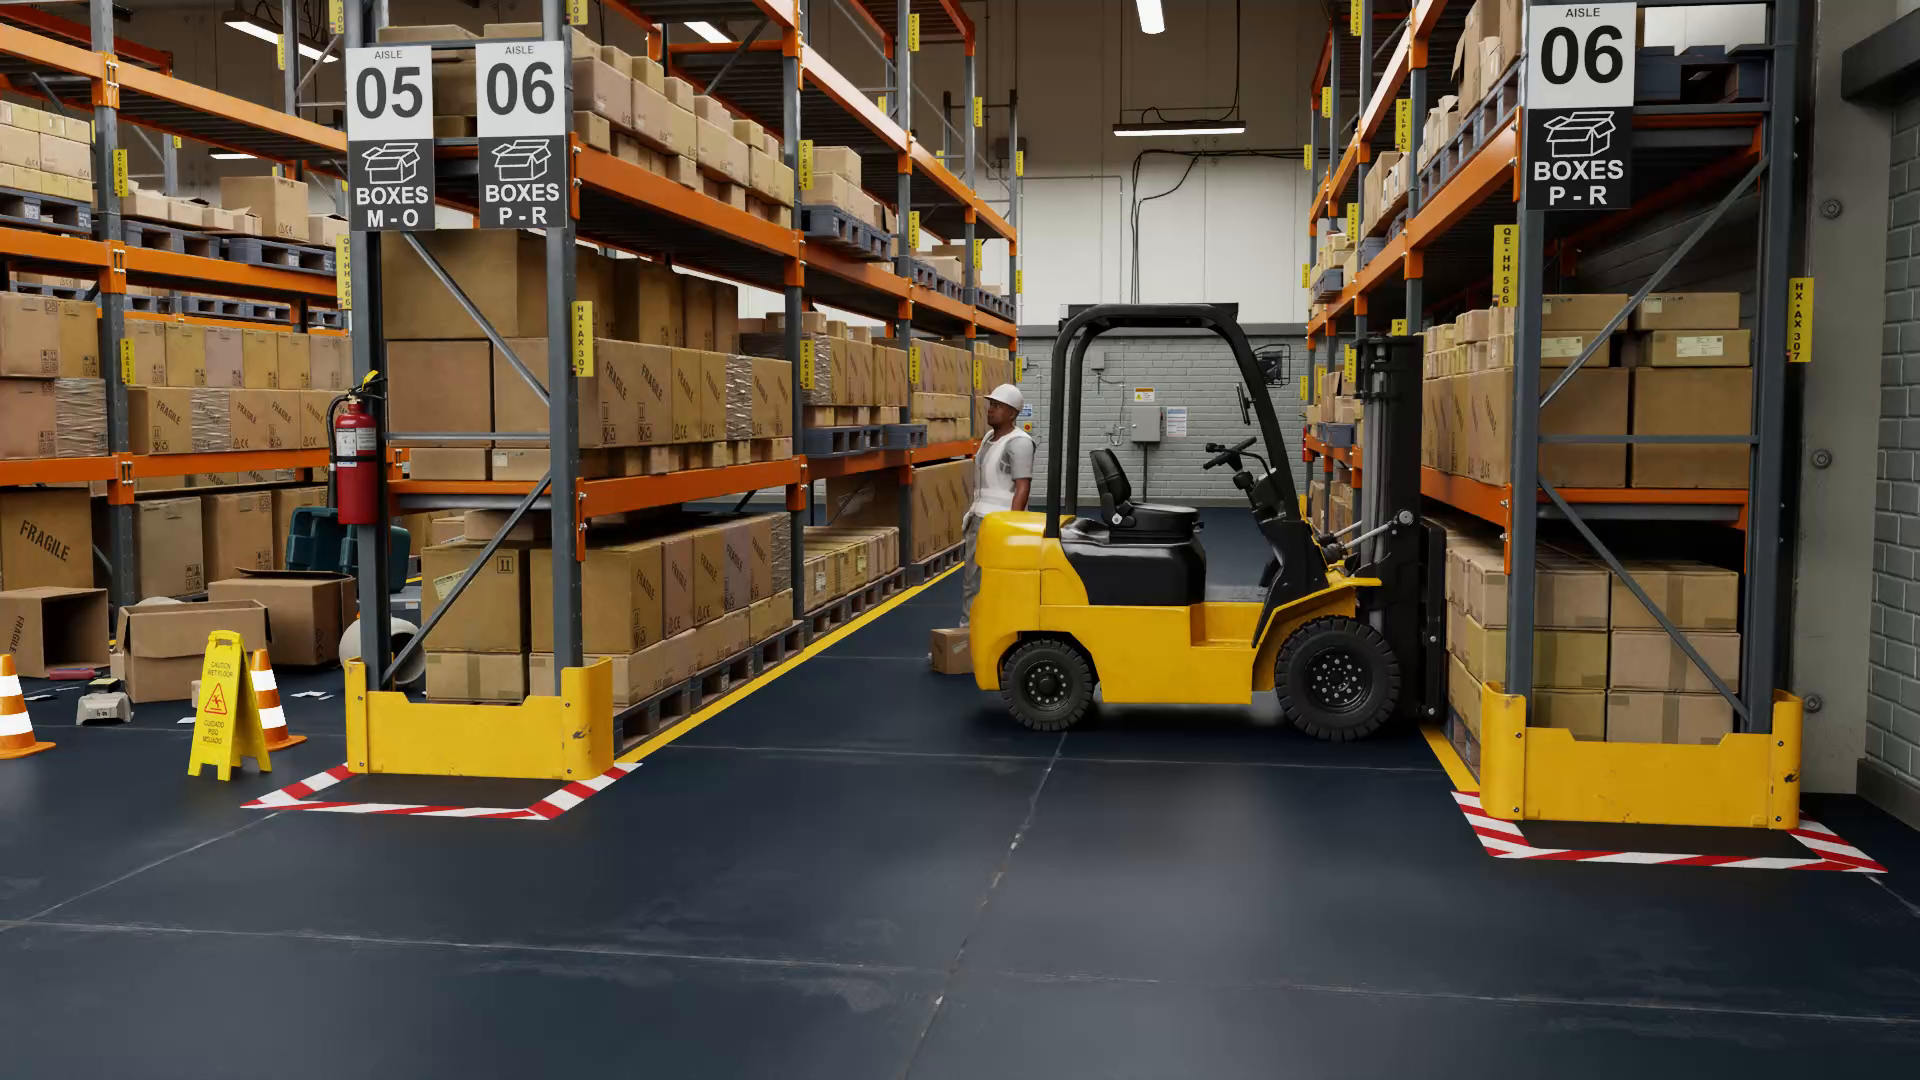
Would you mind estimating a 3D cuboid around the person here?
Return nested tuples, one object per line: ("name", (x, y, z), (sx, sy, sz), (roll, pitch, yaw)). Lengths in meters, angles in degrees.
("person", (0.153, -0.087, 10.458), (0.575, 1.785, 0.656), (-2, 5, -23))
